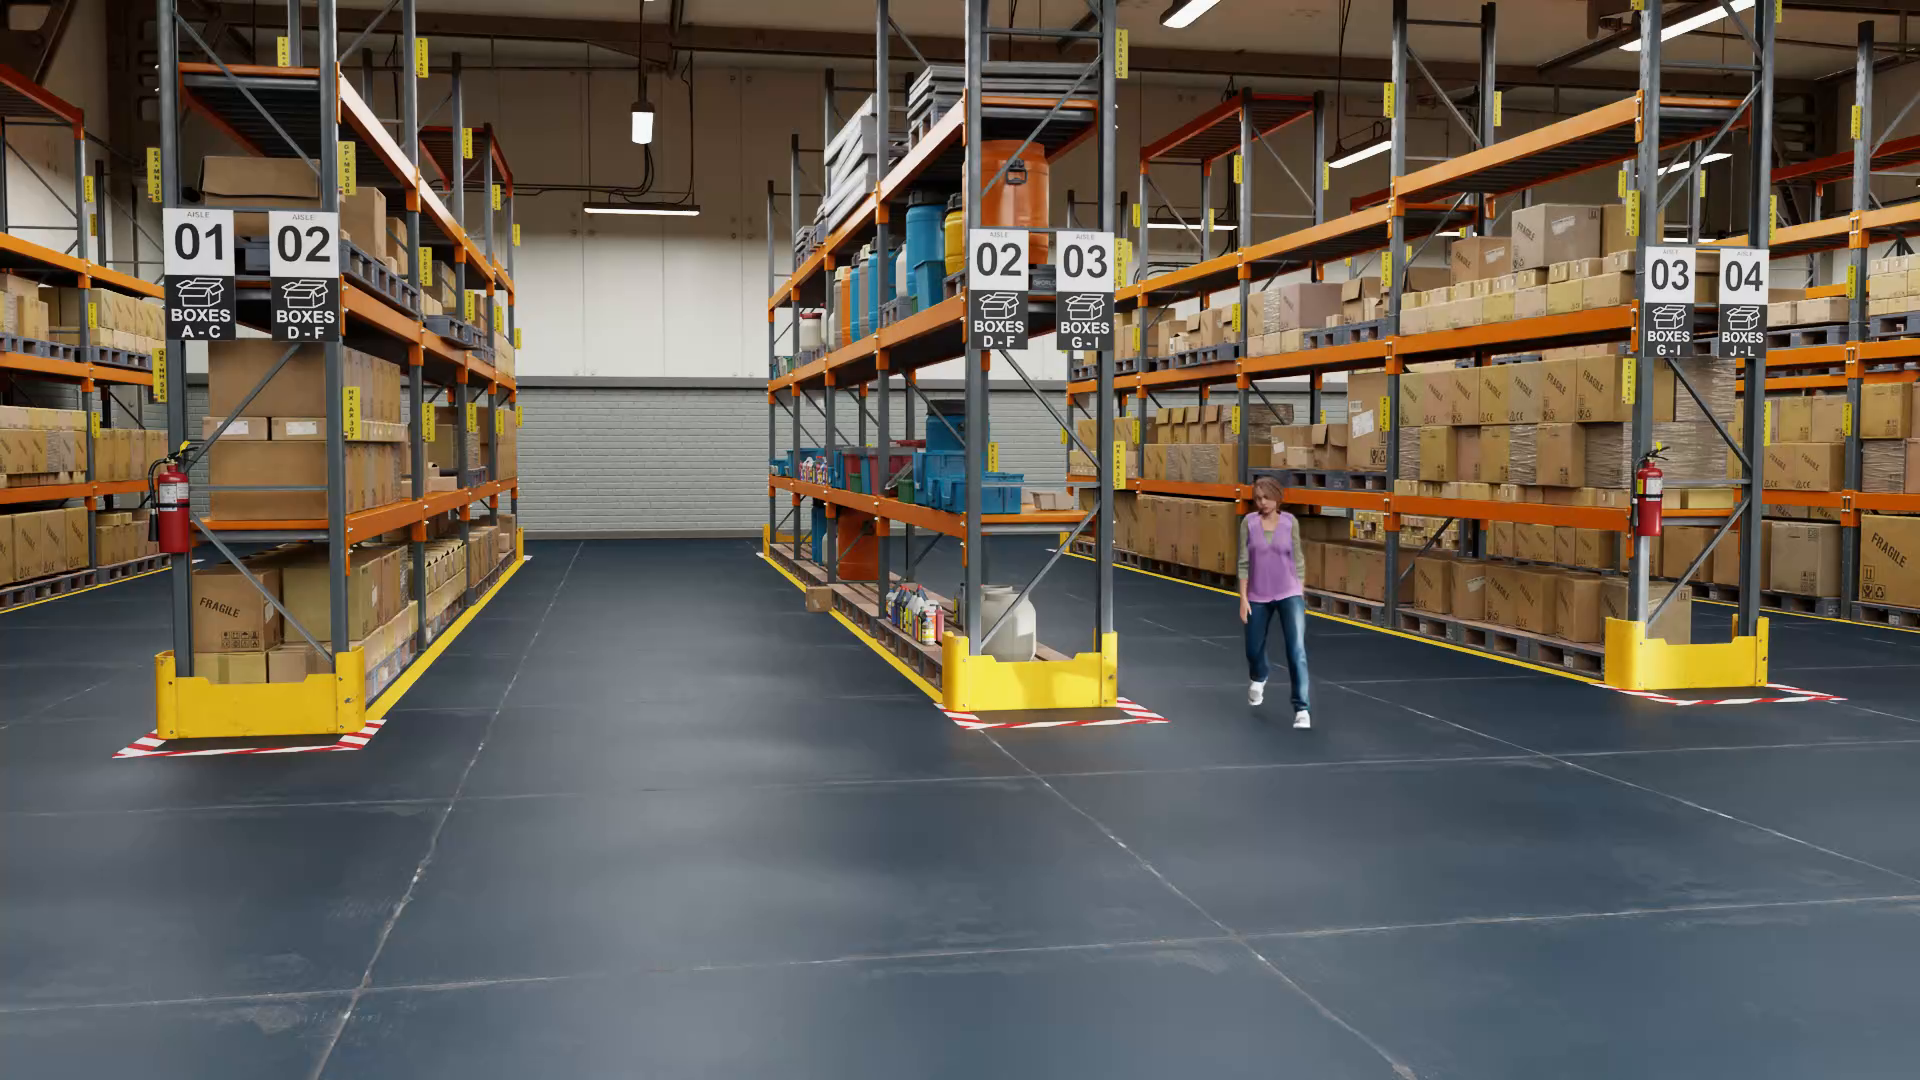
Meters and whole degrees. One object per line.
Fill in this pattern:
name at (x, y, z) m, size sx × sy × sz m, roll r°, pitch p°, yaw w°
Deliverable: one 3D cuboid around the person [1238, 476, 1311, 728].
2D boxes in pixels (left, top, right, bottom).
person at (2.012, 0.375, 10.603) m, size 0.463 × 1.565 × 0.693 m, roll 1°, pitch 3°, yaw 13°
